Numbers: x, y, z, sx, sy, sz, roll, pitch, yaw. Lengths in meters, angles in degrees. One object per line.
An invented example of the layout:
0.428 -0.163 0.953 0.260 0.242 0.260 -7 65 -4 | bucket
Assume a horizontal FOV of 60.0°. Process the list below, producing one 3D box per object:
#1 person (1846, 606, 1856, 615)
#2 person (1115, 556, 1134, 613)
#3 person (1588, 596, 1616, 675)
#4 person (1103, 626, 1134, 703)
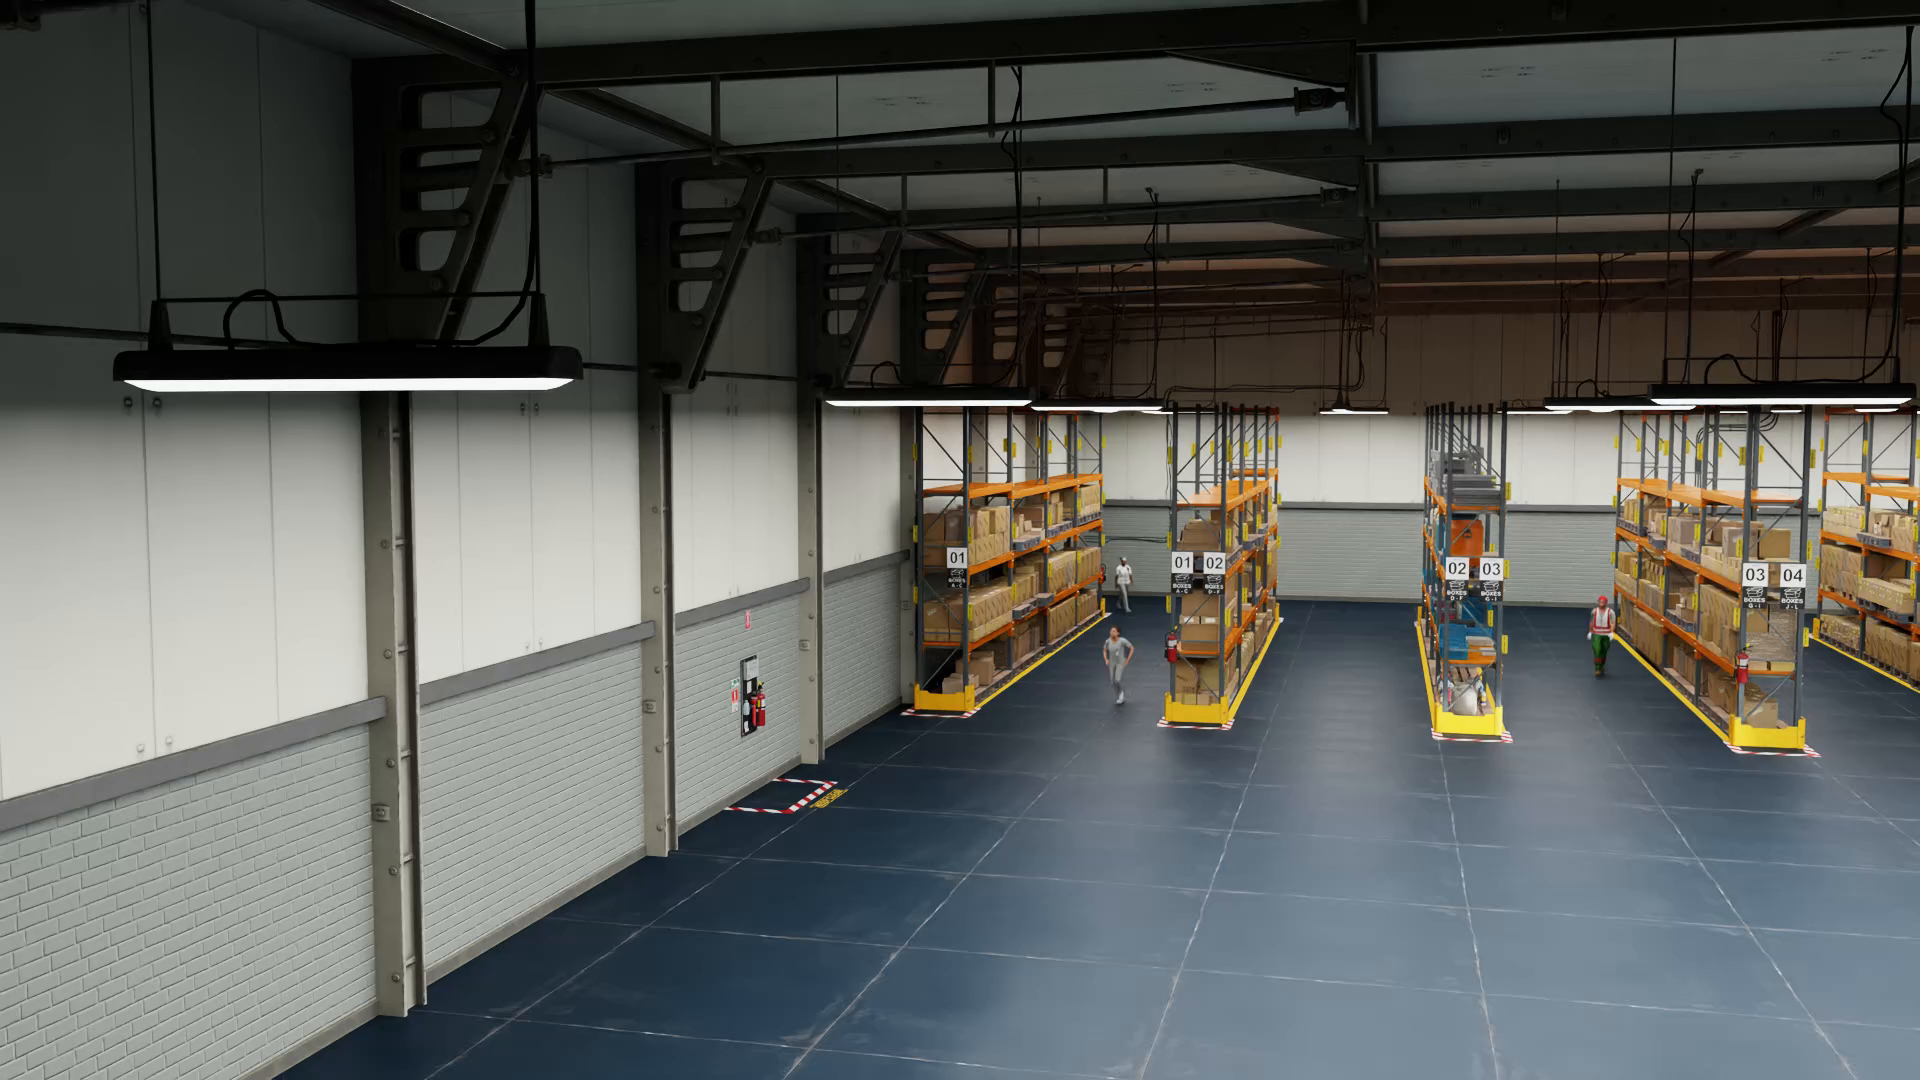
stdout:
23.777 1.627 44.102 0.619 1.638 0.461 1 4 13 | person
4.820 1.281 48.874 0.444 1.629 1.027 -2 5 -26 | person
14.276 2.099 36.902 0.526 1.721 1.050 1 4 9 | person
3.168 2.484 33.158 0.612 1.588 0.699 2 5 23 | person
